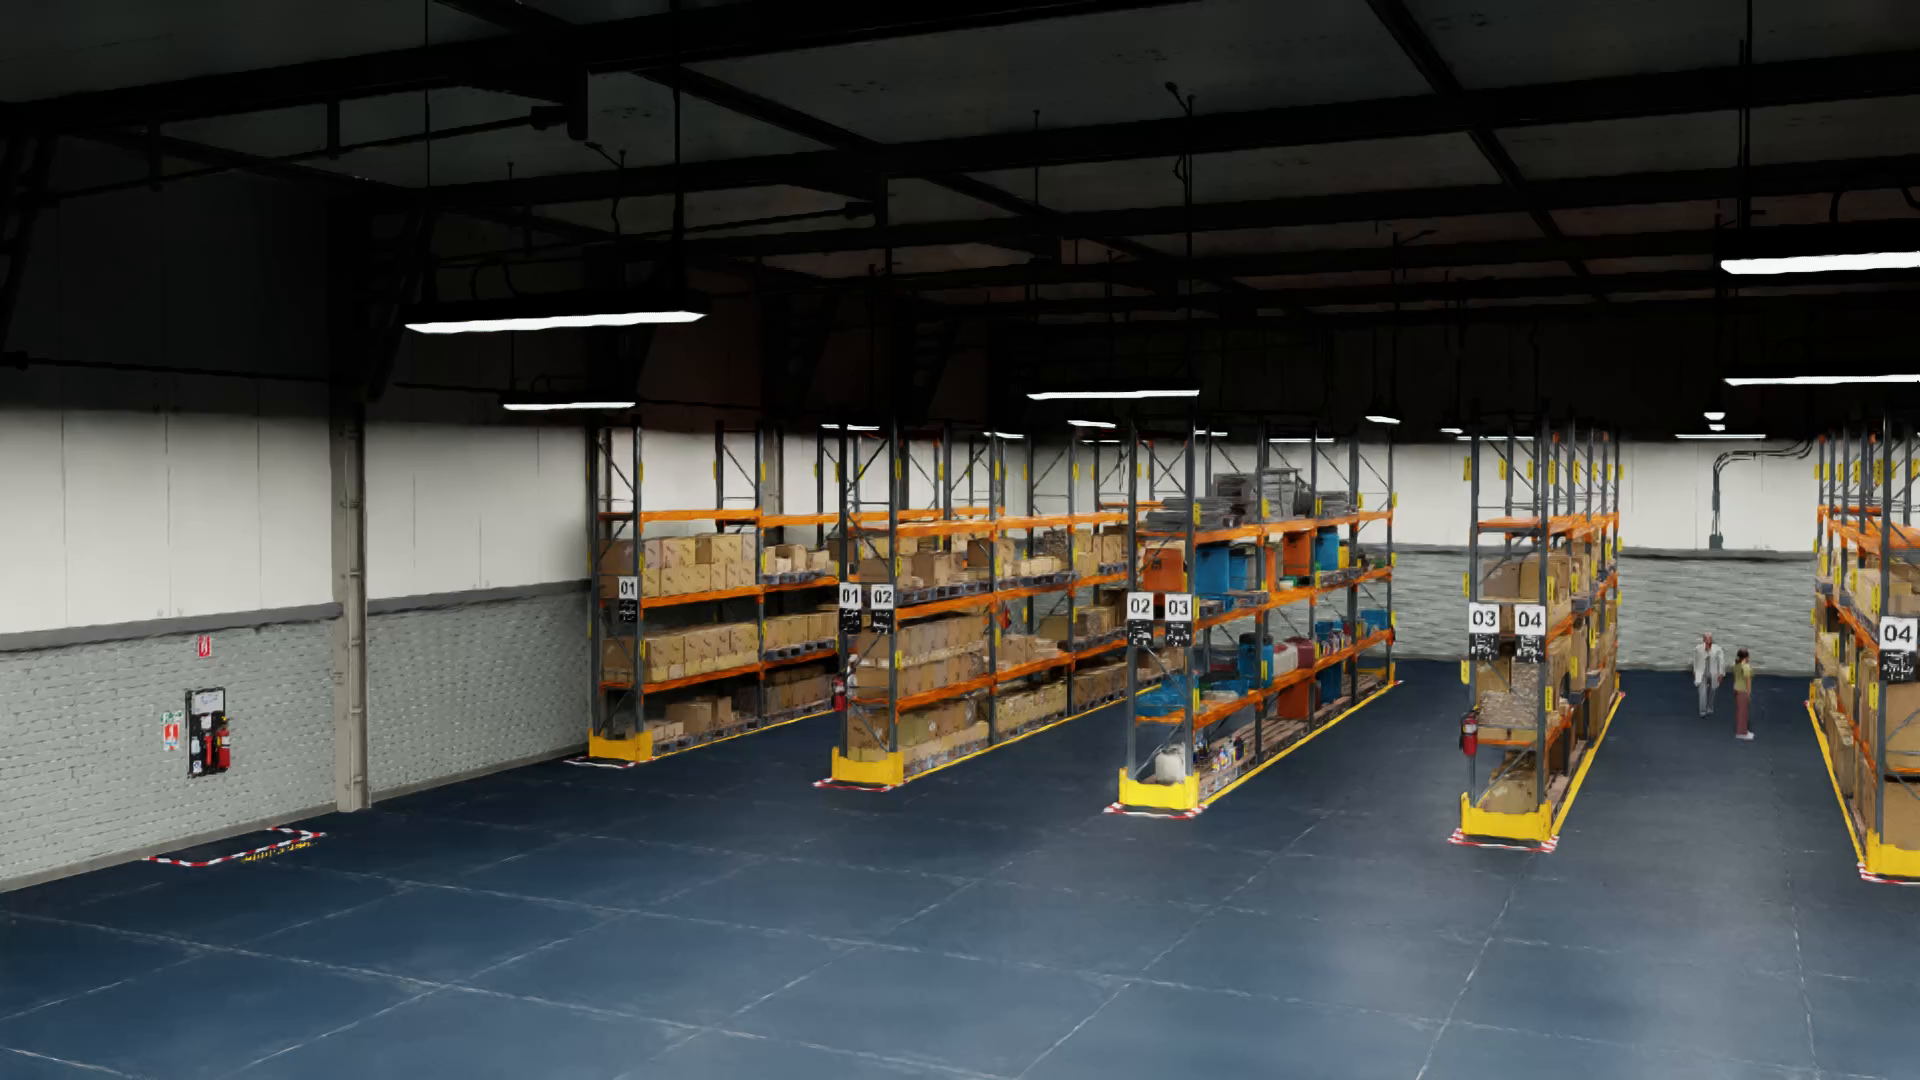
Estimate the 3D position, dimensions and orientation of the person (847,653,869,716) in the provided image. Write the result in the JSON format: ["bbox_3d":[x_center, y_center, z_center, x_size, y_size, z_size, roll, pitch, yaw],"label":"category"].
[{"bbox_3d":[-1.872,2.904,30.101,0.702,1.735,0.549,1,3,23],"label":"person"}]

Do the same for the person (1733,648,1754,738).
[{"bbox_3d":[14.749,2.866,31.248,0.441,1.675,0.498,0,2,-5],"label":"person"}]

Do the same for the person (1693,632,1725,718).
[{"bbox_3d":[15.268,2.740,33.916,0.600,1.725,1.107,1,3,24],"label":"person"}]
